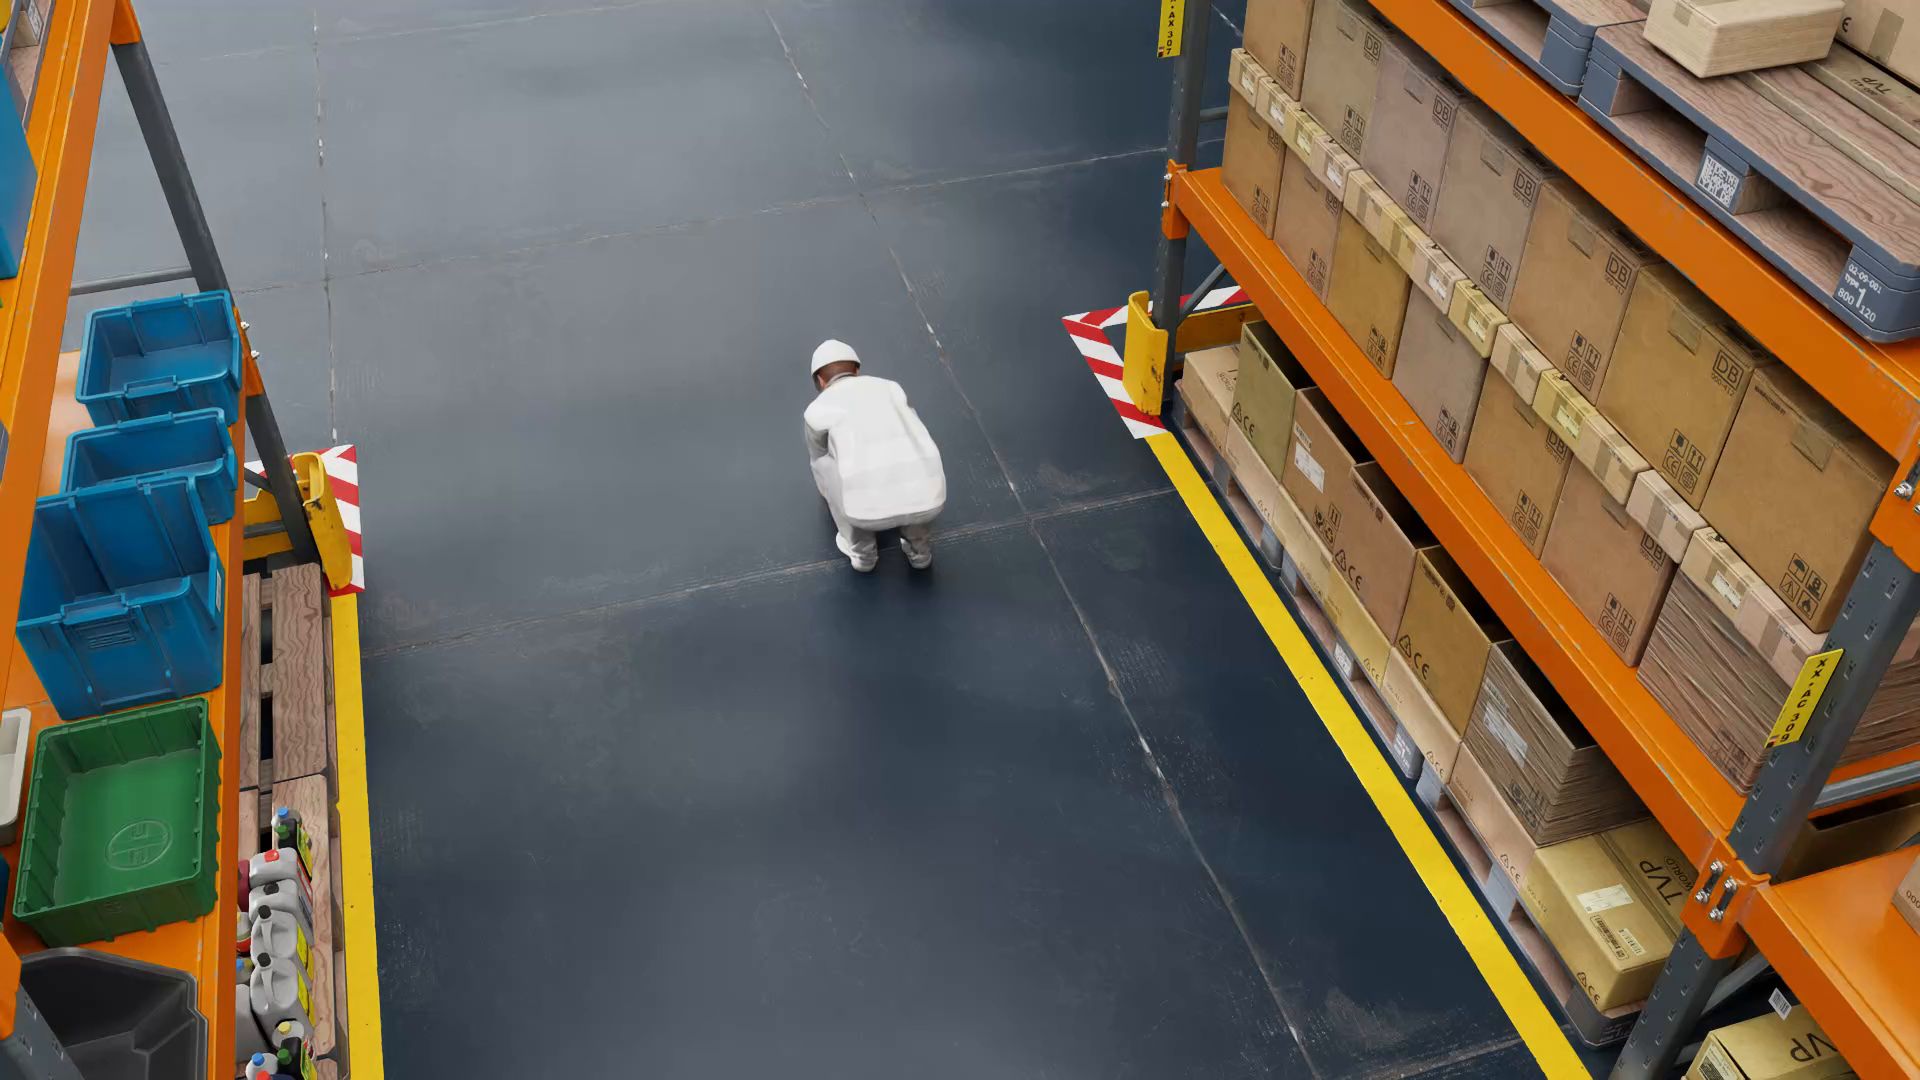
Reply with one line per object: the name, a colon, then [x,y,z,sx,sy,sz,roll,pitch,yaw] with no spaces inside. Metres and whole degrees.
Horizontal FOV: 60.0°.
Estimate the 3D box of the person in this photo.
person: [-0.366,-0.620,6.836,0.494,1.764,0.556,-11,43,-12]
